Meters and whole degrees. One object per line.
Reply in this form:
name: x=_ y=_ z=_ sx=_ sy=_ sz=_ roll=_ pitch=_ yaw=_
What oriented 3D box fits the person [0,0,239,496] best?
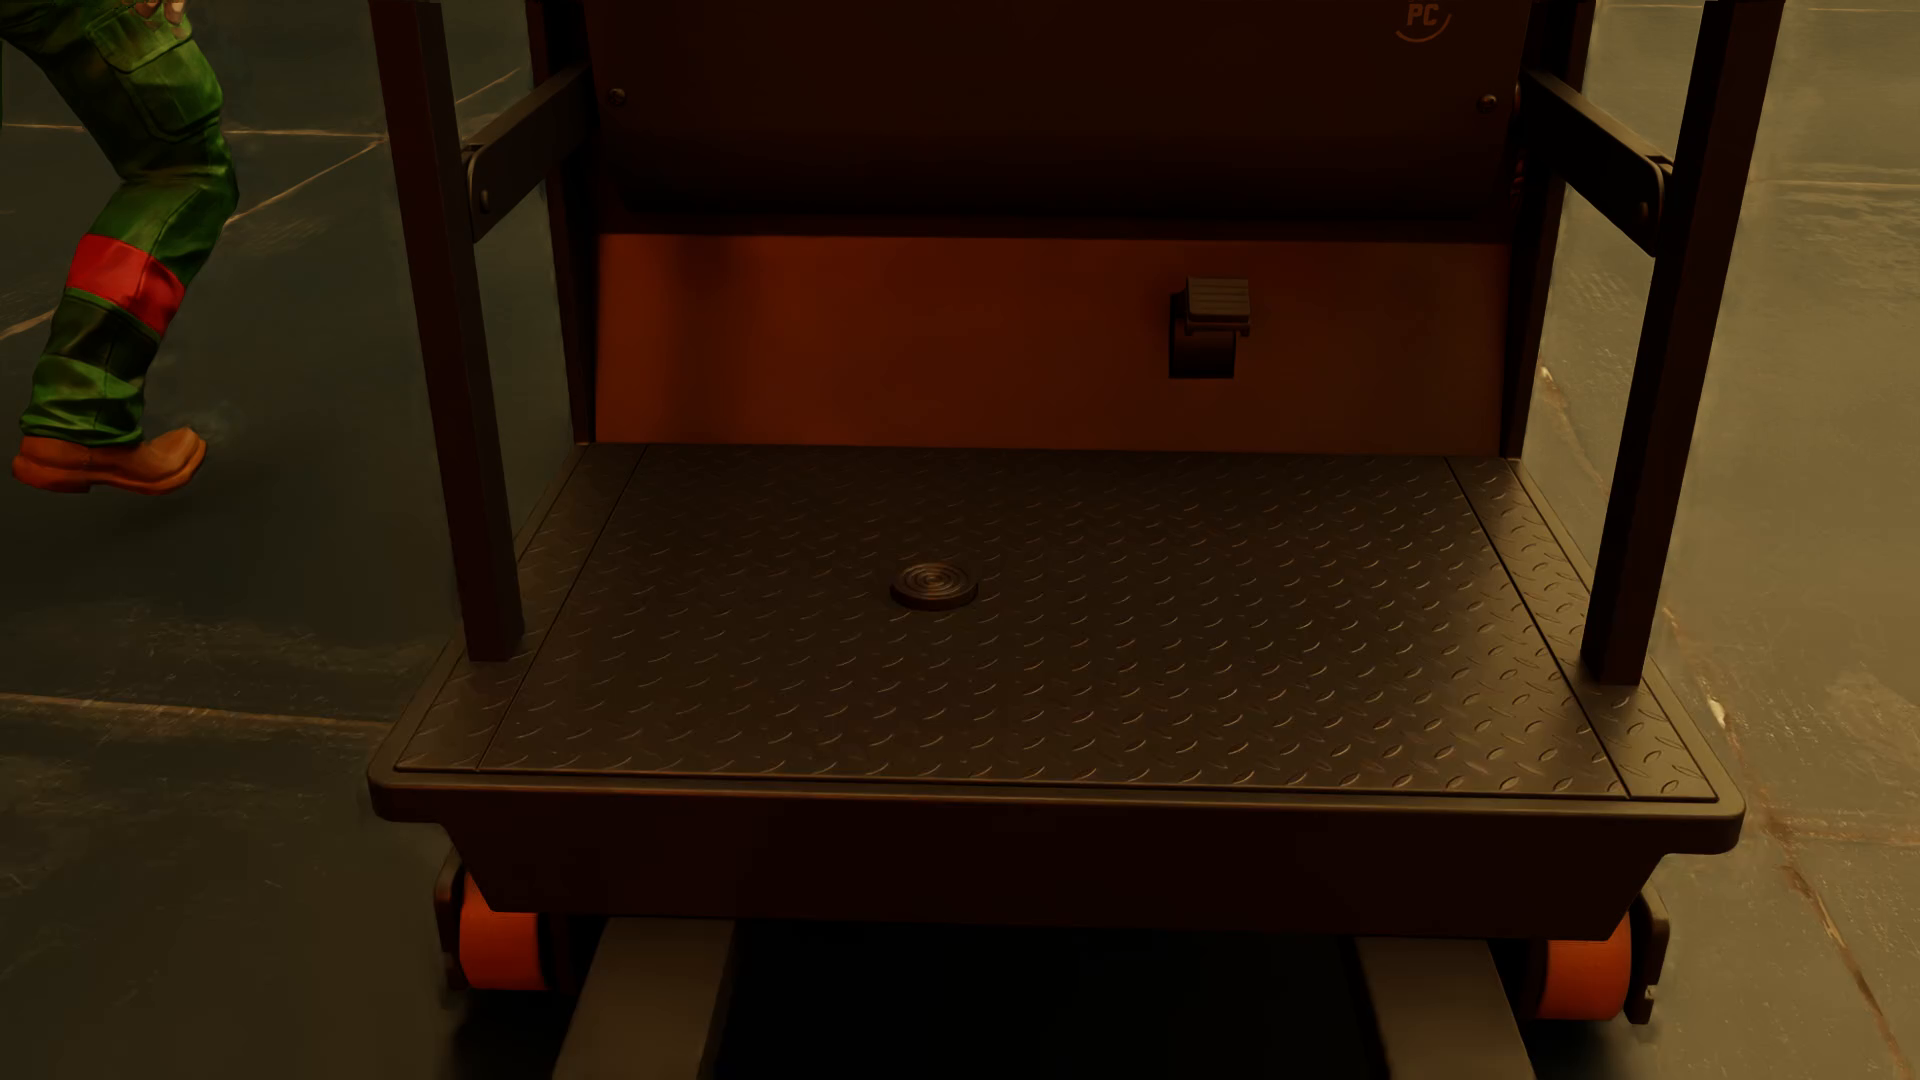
person: x=-1.403 y=-0.861 z=2.299 sx=0.911 sy=1.705 sz=0.484 roll=9 pitch=28 yaw=17

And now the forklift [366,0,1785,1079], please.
forklift: x=0.087 y=-1.002 z=1.224 sx=1.130 sy=2.935 sz=3.031 roll=1 pitch=27 yaw=2
